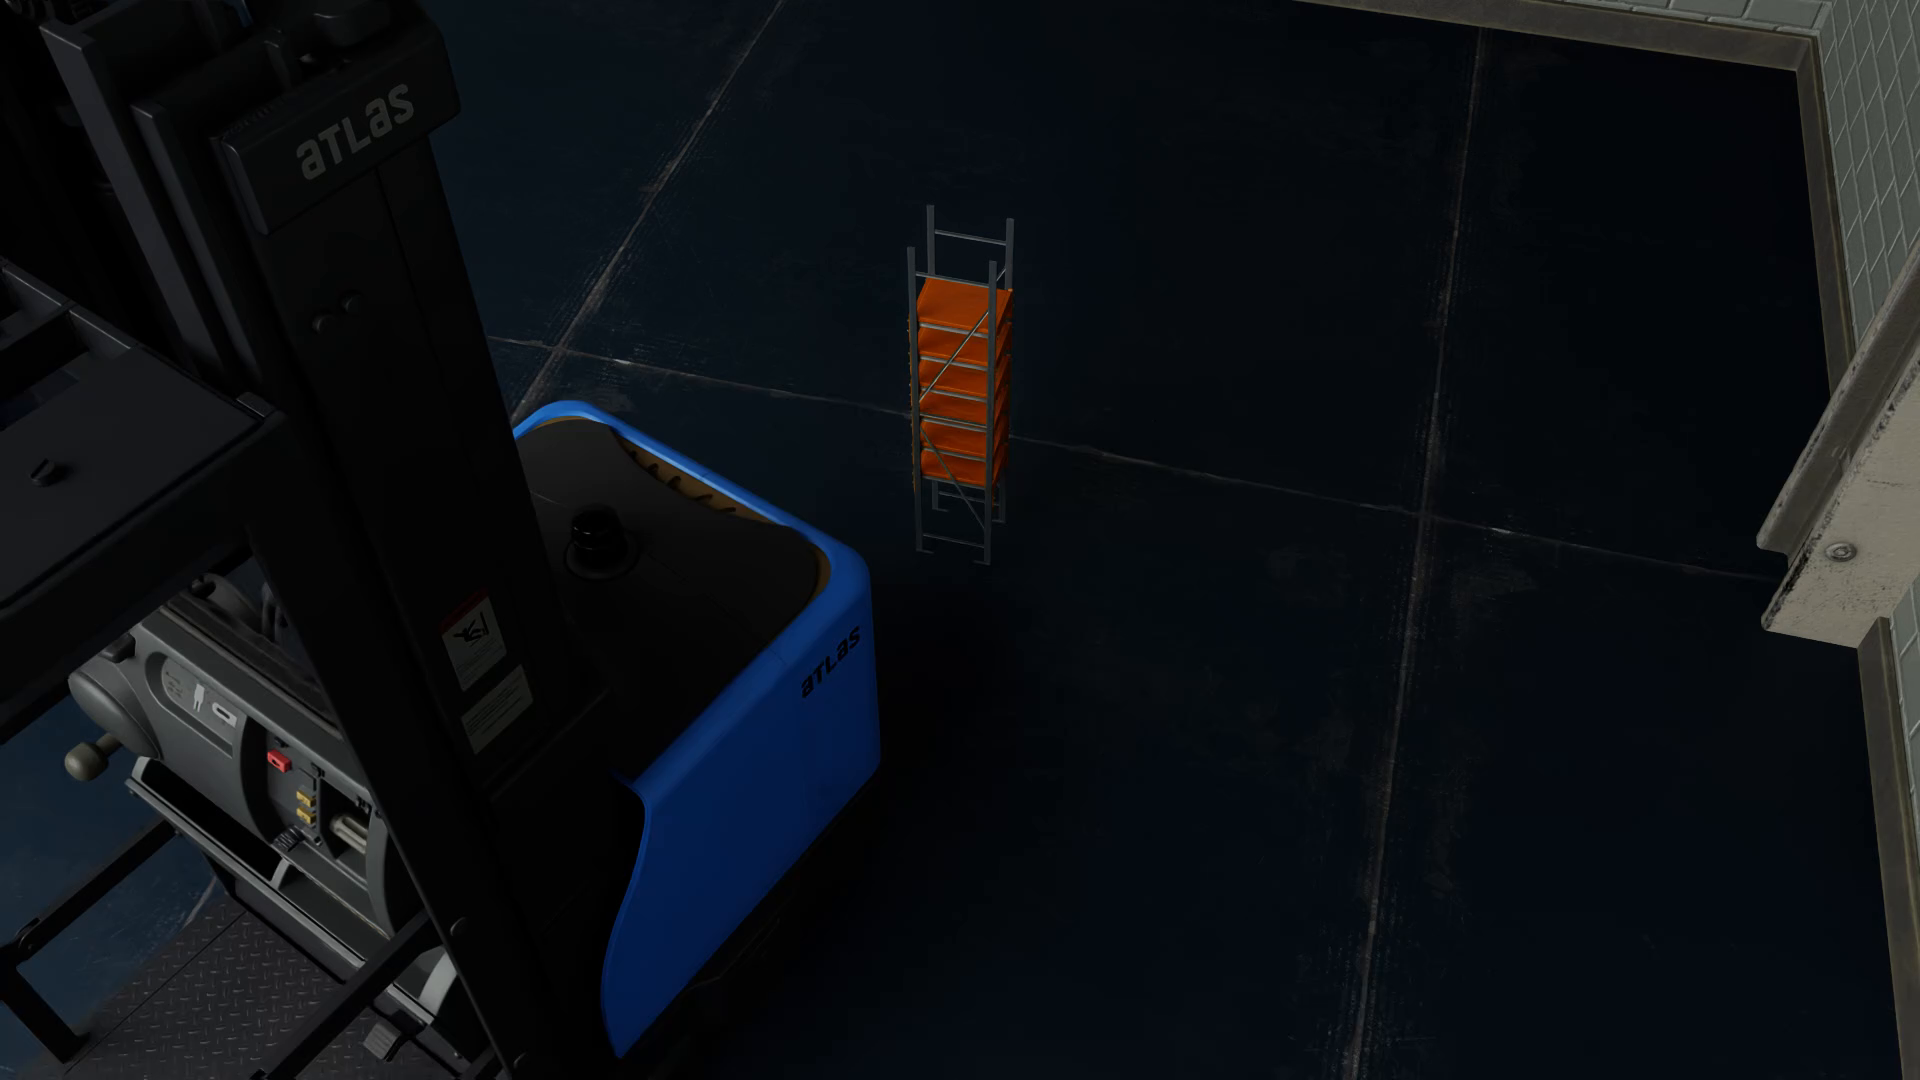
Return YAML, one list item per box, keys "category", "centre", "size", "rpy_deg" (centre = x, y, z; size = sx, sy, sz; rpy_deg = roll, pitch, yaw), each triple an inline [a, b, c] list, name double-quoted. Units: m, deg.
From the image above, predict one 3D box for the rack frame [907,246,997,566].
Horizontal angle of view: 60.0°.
- category: "rack frame"
  centre: [-0.020, -0.341, 4.751]
  size: [0.240, 1.200, 0.006]
  rpy_deg: [12, 50, 10]

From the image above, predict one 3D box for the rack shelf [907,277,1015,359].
- category: "rack shelf"
  centre: [0.004, -0.616, 4.573]
  size: [0.258, 0.103, 0.180]
  rpy_deg: [12, 50, 10]

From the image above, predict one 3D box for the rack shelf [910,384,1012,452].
- category: "rack shelf"
  centre: [0.004, -0.378, 4.843]
  size: [0.258, 0.103, 0.180]
  rpy_deg: [12, 50, 10]

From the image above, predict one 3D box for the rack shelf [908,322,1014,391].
- category: "rack shelf"
  centre: [0.004, -0.537, 4.663]
  size: [0.258, 0.103, 0.180]
  rpy_deg: [12, 50, 10]

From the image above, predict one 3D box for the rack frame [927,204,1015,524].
- category: "rack frame"
  centre: [0.028, -0.474, 4.868]
  size: [0.240, 1.200, 0.006]
  rpy_deg: [12, 50, 10]

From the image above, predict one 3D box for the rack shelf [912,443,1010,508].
- category: "rack shelf"
  centre: [0.004, -0.219, 5.023]
  size: [0.258, 0.103, 0.180]
  rpy_deg: [12, 50, 10]

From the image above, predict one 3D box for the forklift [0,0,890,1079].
- category: "forklift"
  centre: [-1.455, 0.475, 2.876]
  size: [1.130, 2.935, 3.031]
  rpy_deg: [28, 54, 23]

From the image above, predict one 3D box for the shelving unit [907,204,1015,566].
- category: "shelving unit"
  centre: [0.004, -0.407, 4.809]
  size: [0.258, 1.200, 0.189]
  rpy_deg: [12, 50, 10]

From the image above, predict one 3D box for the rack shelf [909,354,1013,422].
- category: "rack shelf"
  centre: [0.004, -0.457, 4.753]
  size: [0.258, 0.103, 0.180]
  rpy_deg: [12, 50, 10]

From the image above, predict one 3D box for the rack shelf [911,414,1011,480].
- category: "rack shelf"
  centre: [0.004, -0.299, 4.933]
  size: [0.258, 0.103, 0.180]
  rpy_deg: [12, 50, 10]

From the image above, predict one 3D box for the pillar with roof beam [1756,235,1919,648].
- category: "pillar with roof beam"
  centre: [-1.534, -3.671, 2.488]
  size: [9.100, 9.000, 0.400]
  rpy_deg: [12, 50, 10]
